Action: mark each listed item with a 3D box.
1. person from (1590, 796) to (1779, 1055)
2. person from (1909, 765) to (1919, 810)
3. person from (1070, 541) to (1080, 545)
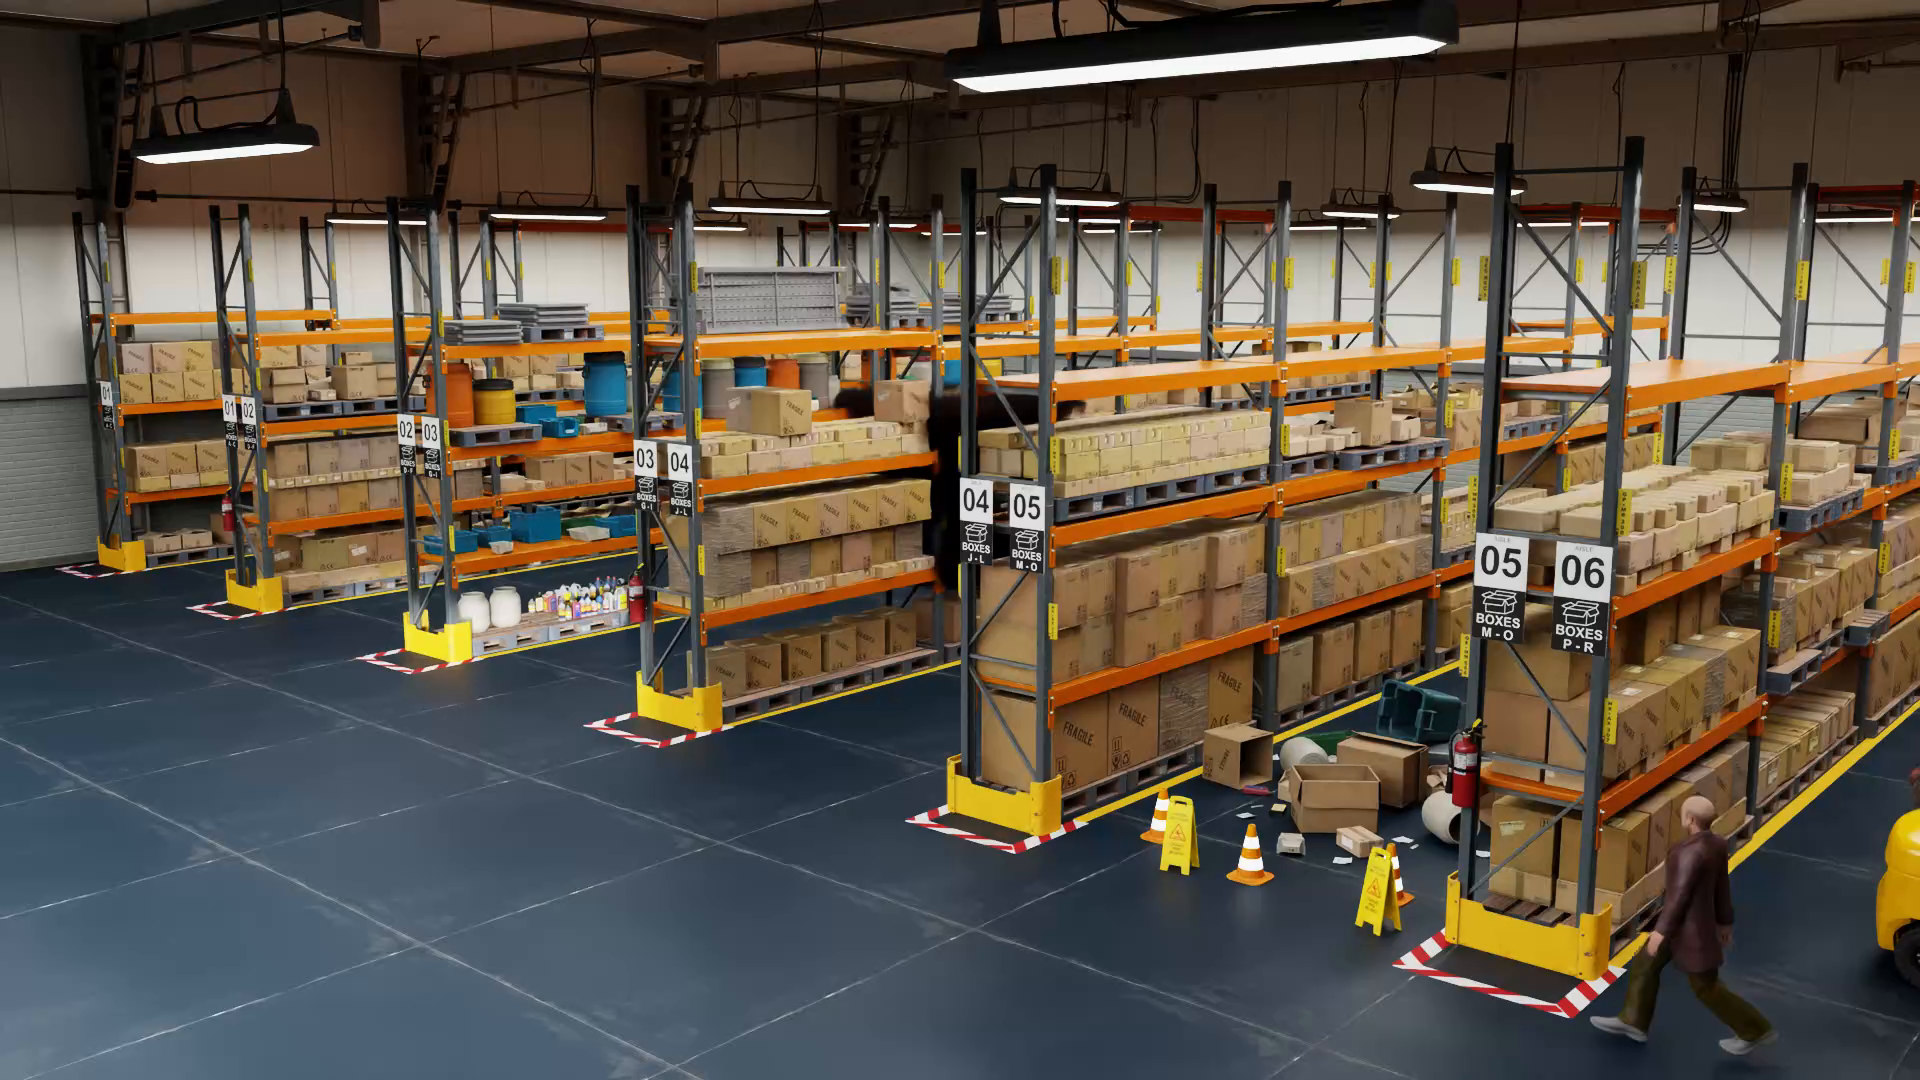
[{"bbox_3d":[4.788,2.519,10.880,1.113,1.736,0.530,2,10,10],"label":"person"},{"bbox_3d":[8.493,1.996,14.384,0.586,1.753,0.540,0,9,-2],"label":"person"},{"bbox_3d":[1.597,0.498,21.505,0.542,1.689,0.445,-3,10,-19],"label":"person"}]
